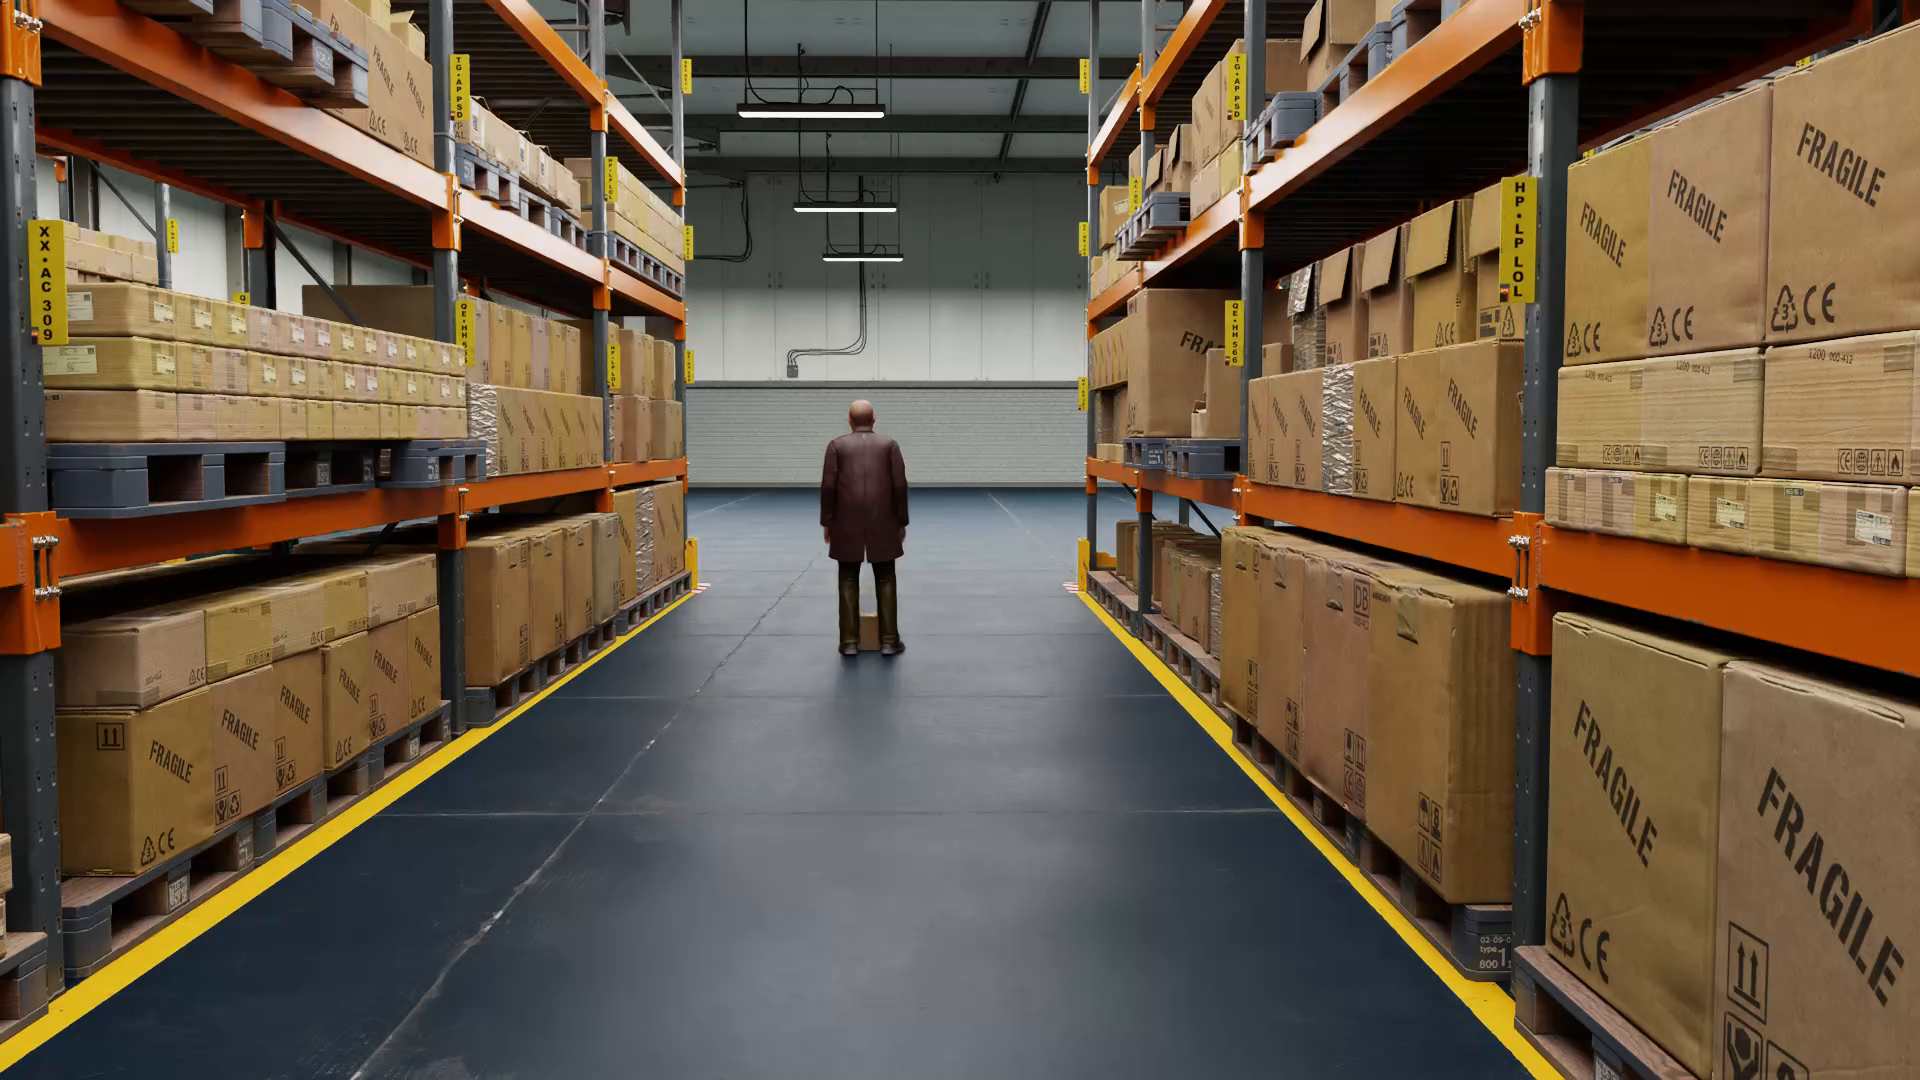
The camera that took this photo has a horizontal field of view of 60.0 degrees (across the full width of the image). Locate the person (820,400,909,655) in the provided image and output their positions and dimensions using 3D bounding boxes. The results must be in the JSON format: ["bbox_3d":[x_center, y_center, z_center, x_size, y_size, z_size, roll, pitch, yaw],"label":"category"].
[{"bbox_3d":[-0.666,-0.090,11.613,0.625,1.773,0.427,0,4,-3],"label":"person"}]
